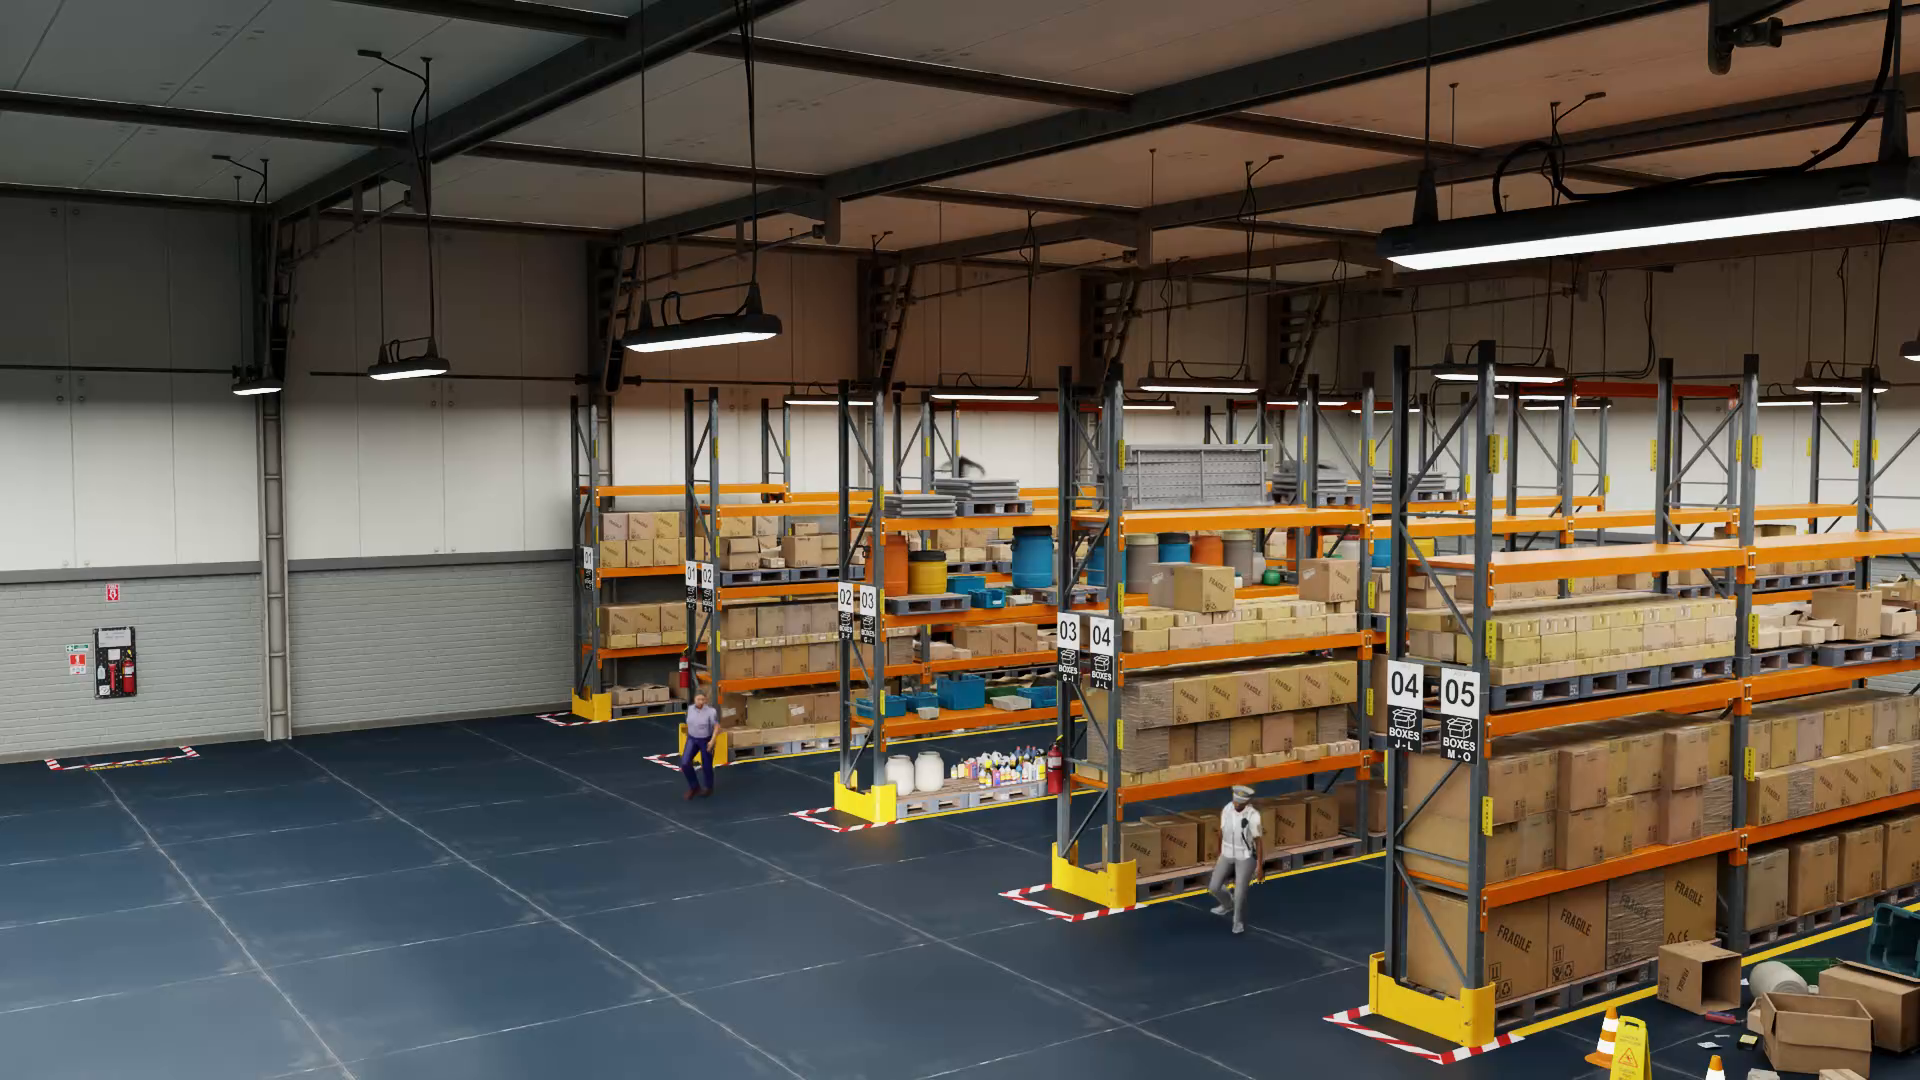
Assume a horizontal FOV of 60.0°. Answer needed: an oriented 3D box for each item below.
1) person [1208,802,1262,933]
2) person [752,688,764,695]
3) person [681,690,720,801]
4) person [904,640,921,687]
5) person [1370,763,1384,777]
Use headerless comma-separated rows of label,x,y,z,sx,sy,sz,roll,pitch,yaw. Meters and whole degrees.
person,4.851,2.955,23.039,3.581,1.639,11.980,2,4,34
person,-3.549,2.506,30.576,0.496,1.467,0.584,-3,4,-39
person,-3.696,2.922,23.939,0.583,1.600,0.738,1,3,10
person,-0.864,2.476,32.338,0.961,1.408,0.600,-2,4,-27
person,6.160,2.903,24.063,0.686,1.613,0.606,-1,4,-20
